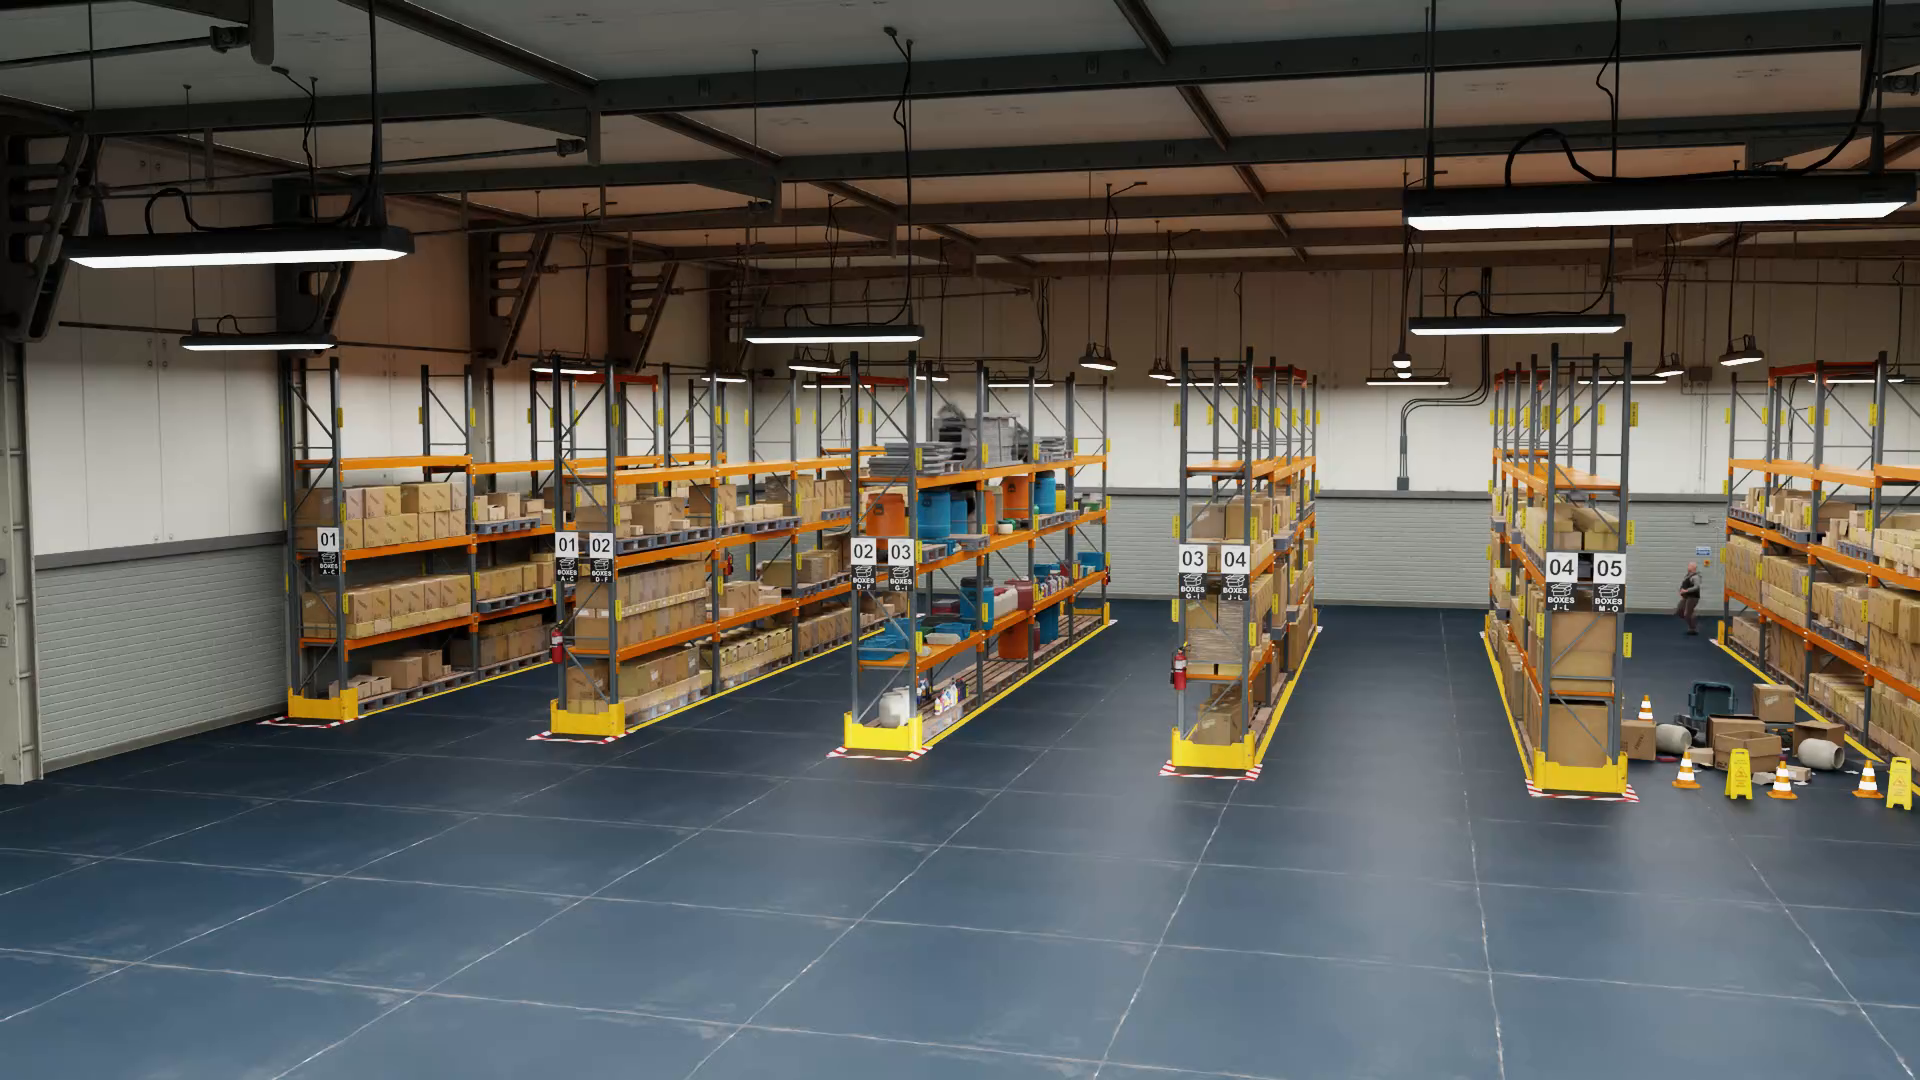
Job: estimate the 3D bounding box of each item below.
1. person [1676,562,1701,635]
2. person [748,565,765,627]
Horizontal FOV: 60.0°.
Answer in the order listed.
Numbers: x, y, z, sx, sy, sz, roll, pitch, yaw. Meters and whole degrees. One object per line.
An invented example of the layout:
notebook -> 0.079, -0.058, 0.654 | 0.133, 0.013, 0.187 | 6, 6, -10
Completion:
person -> 16.819, 1.347, 38.401 | 0.569, 1.682, 0.651 | 0, 4, 0
person -> -4.635, 1.379, 38.473 | 0.592, 1.637, 0.764 | 1, 4, 12
